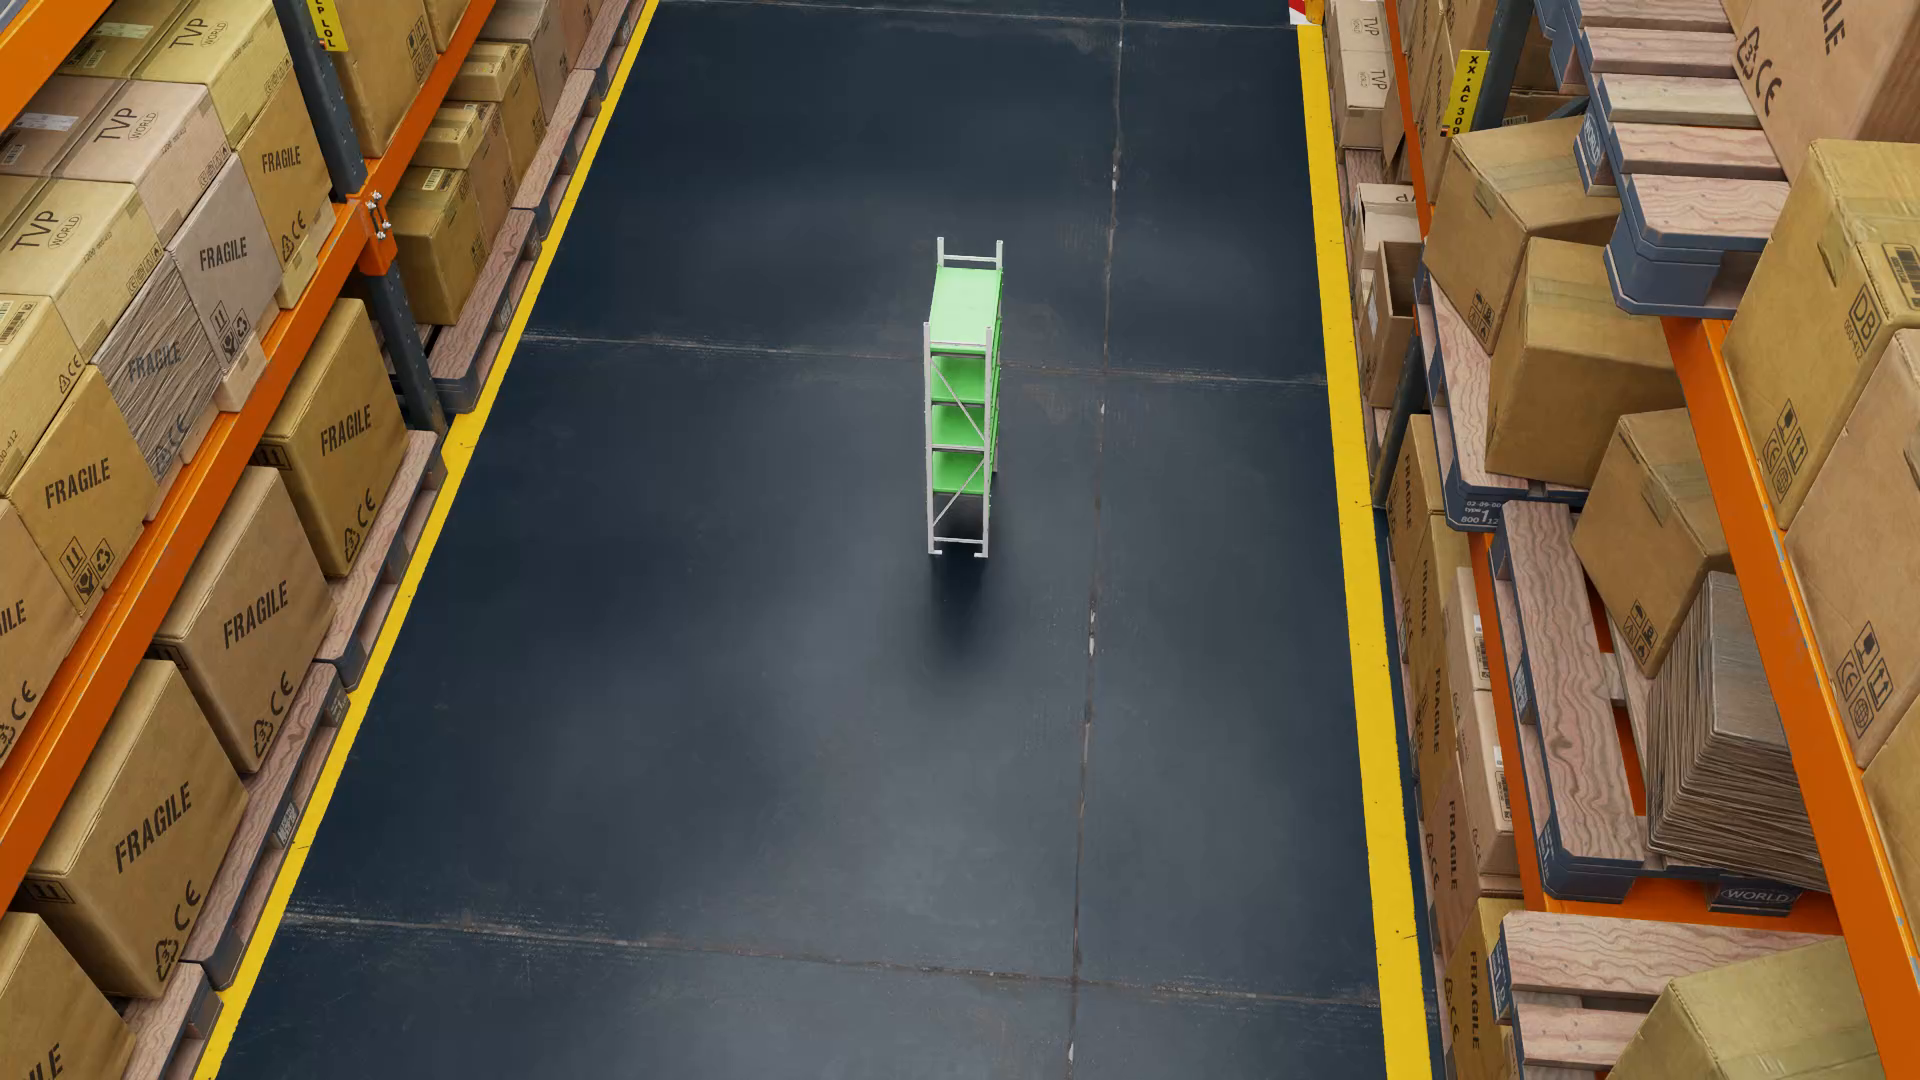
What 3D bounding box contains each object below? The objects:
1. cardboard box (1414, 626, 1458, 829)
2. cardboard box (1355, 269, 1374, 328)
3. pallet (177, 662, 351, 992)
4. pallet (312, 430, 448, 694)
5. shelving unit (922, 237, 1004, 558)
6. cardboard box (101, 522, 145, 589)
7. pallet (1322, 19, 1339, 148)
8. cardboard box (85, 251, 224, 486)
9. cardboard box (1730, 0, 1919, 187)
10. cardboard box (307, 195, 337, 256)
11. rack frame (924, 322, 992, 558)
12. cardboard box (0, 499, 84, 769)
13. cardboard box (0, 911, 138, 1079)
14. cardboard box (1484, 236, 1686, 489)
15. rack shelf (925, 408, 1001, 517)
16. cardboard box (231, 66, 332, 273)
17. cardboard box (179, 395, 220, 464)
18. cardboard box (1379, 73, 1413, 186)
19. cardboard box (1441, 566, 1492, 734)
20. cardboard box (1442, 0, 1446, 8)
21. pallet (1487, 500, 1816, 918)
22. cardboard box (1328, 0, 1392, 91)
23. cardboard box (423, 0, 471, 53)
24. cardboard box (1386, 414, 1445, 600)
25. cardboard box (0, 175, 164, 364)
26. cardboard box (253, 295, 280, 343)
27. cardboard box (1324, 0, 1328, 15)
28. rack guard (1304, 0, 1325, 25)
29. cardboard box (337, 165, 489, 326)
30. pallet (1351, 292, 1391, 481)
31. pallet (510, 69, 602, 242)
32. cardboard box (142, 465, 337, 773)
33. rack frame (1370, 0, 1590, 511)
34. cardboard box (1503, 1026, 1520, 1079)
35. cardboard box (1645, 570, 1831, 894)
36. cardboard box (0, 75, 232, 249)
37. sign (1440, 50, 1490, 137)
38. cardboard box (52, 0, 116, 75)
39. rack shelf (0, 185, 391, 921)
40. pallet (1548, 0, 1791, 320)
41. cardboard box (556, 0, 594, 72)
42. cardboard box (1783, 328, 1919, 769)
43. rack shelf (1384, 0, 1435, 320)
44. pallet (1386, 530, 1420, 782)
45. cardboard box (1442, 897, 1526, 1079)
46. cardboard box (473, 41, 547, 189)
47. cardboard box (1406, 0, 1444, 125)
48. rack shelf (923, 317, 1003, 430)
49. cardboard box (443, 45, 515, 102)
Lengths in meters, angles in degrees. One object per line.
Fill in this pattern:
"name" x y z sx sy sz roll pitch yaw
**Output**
"cardboard box" 1.836 0.644 5.550 0.500 0.500 0.500 4 48 4
"cardboard box" 1.957 -1.054 7.341 0.380 0.149 0.250 4 48 4
"pallet" -2.824 0.932 5.781 1.003 0.211 1.213 4 48 4
"pallet" -2.716 0.033 6.603 1.003 0.211 1.213 4 48 4
"shelving unit" 0.015 -0.527 6.444 0.258 1.200 0.503 4 48 4
"cardboard box" -2.664 -0.010 4.909 0.380 0.149 0.250 5 48 5
"pallet" 2.499 -2.506 8.925 1.003 0.211 1.213 4 48 4
"cardboard box" -2.602 -0.521 4.937 0.500 0.500 0.500 4 48 4
"cardboard box" 1.975 -1.026 3.229 0.600 0.600 0.600 2 48 2
"cardboard box" -2.469 -1.135 5.938 0.380 0.149 0.250 4 48 4
"rack frame" -0.007 -0.347 6.280 0.240 1.200 0.015 4 48 4
"cardboard box" -2.683 0.229 4.250 0.500 0.500 0.500 4 48 3
"cardboard box" -2.887 1.511 4.533 0.750 0.750 0.750 3 48 3
"cardboard box" 1.948 -0.483 4.832 0.700 0.500 0.500 11 48 10
"rack shelf" 0.015 -0.321 6.669 0.258 0.148 0.480 4 48 4
"cardboard box" -2.511 -1.265 5.617 0.500 0.500 0.500 3 48 3
"cardboard box" -2.591 -0.387 5.254 0.380 0.149 0.250 4 48 4
"cardboard box" 2.379 -1.837 7.817 0.797 0.503 0.637 4 48 4
"cardboard box" 1.835 0.366 5.296 0.500 0.250 0.500 4 48 4
"cardboard box" 2.045 -2.287 6.089 0.500 0.500 0.500 3 48 3
"pallet" 2.021 0.425 4.485 1.003 0.211 1.213 4 48 4
"cardboard box" 2.200 -2.562 8.652 0.500 0.250 0.500 4 48 4
"cardboard box" -2.583 -2.515 6.840 0.980 0.700 0.700 3 48 3
"cardboard box" 1.926 -0.116 6.245 0.500 0.500 0.500 2 48 2
"cardboard box" -2.611 -0.764 4.651 0.500 0.250 0.500 5 48 4
"cardboard box" -2.537 -0.761 5.596 0.380 0.149 0.250 5 48 5
"cardboard box" 2.197 -2.991 9.113 0.380 0.149 0.250 4 48 4
"rack guard" 2.571 -3.190 9.355 1.175 0.500 0.348 4 48 4
"cardboard box" -2.550 -1.321 7.361 0.700 0.500 0.500 4 48 4
"pallet" 2.277 -0.713 7.286 1.003 0.211 1.213 4 48 4
"pallet" -2.465 -1.992 8.455 1.003 0.211 1.213 4 48 4
"cardboard box" -2.728 0.243 5.693 0.750 0.750 0.750 5 48 5
"rack frame" 2.213 -1.150 5.795 1.000 3.000 0.127 4 48 4
"cardboard box" 1.701 1.487 4.271 0.500 0.250 0.500 6 48 5
"cardboard box" 2.067 0.484 3.948 0.700 0.500 0.500 12 49 11
"cardboard box" -2.564 -1.139 4.994 0.500 0.250 0.500 5 48 4
"sign" 1.672 -1.473 5.504 0.100 0.325 0.005 4 48 4
"cardboard box" -3.022 -1.554 5.373 0.500 0.250 0.500 5 48 5
"rack shelf" -2.903 0.232 5.018 1.077 0.370 4.000 4 48 4
"pallet" 1.992 -0.862 3.626 1.213 0.211 1.003 4 48 4
"cardboard box" -2.366 -2.829 8.740 0.700 0.500 0.500 4 48 3
"cardboard box" 1.901 0.046 2.601 0.910 0.500 0.500 4 48 4
"rack shelf" 2.395 -2.377 7.405 1.077 0.370 4.000 4 48 4
"pallet" 2.177 0.391 6.275 1.003 0.211 1.213 4 48 4
"cardboard box" 1.747 1.401 4.857 0.500 0.500 0.500 2 48 2
"cardboard box" -2.452 -2.067 8.043 0.700 0.500 0.500 5 48 4
"cardboard box" 2.049 -1.947 6.456 0.500 0.500 0.500 5 48 5
"rack shelf" 0.015 -0.645 6.314 0.258 0.148 0.480 4 48 4
"cardboard box" -2.290 -2.163 7.691 0.380 0.149 0.250 3 48 2
